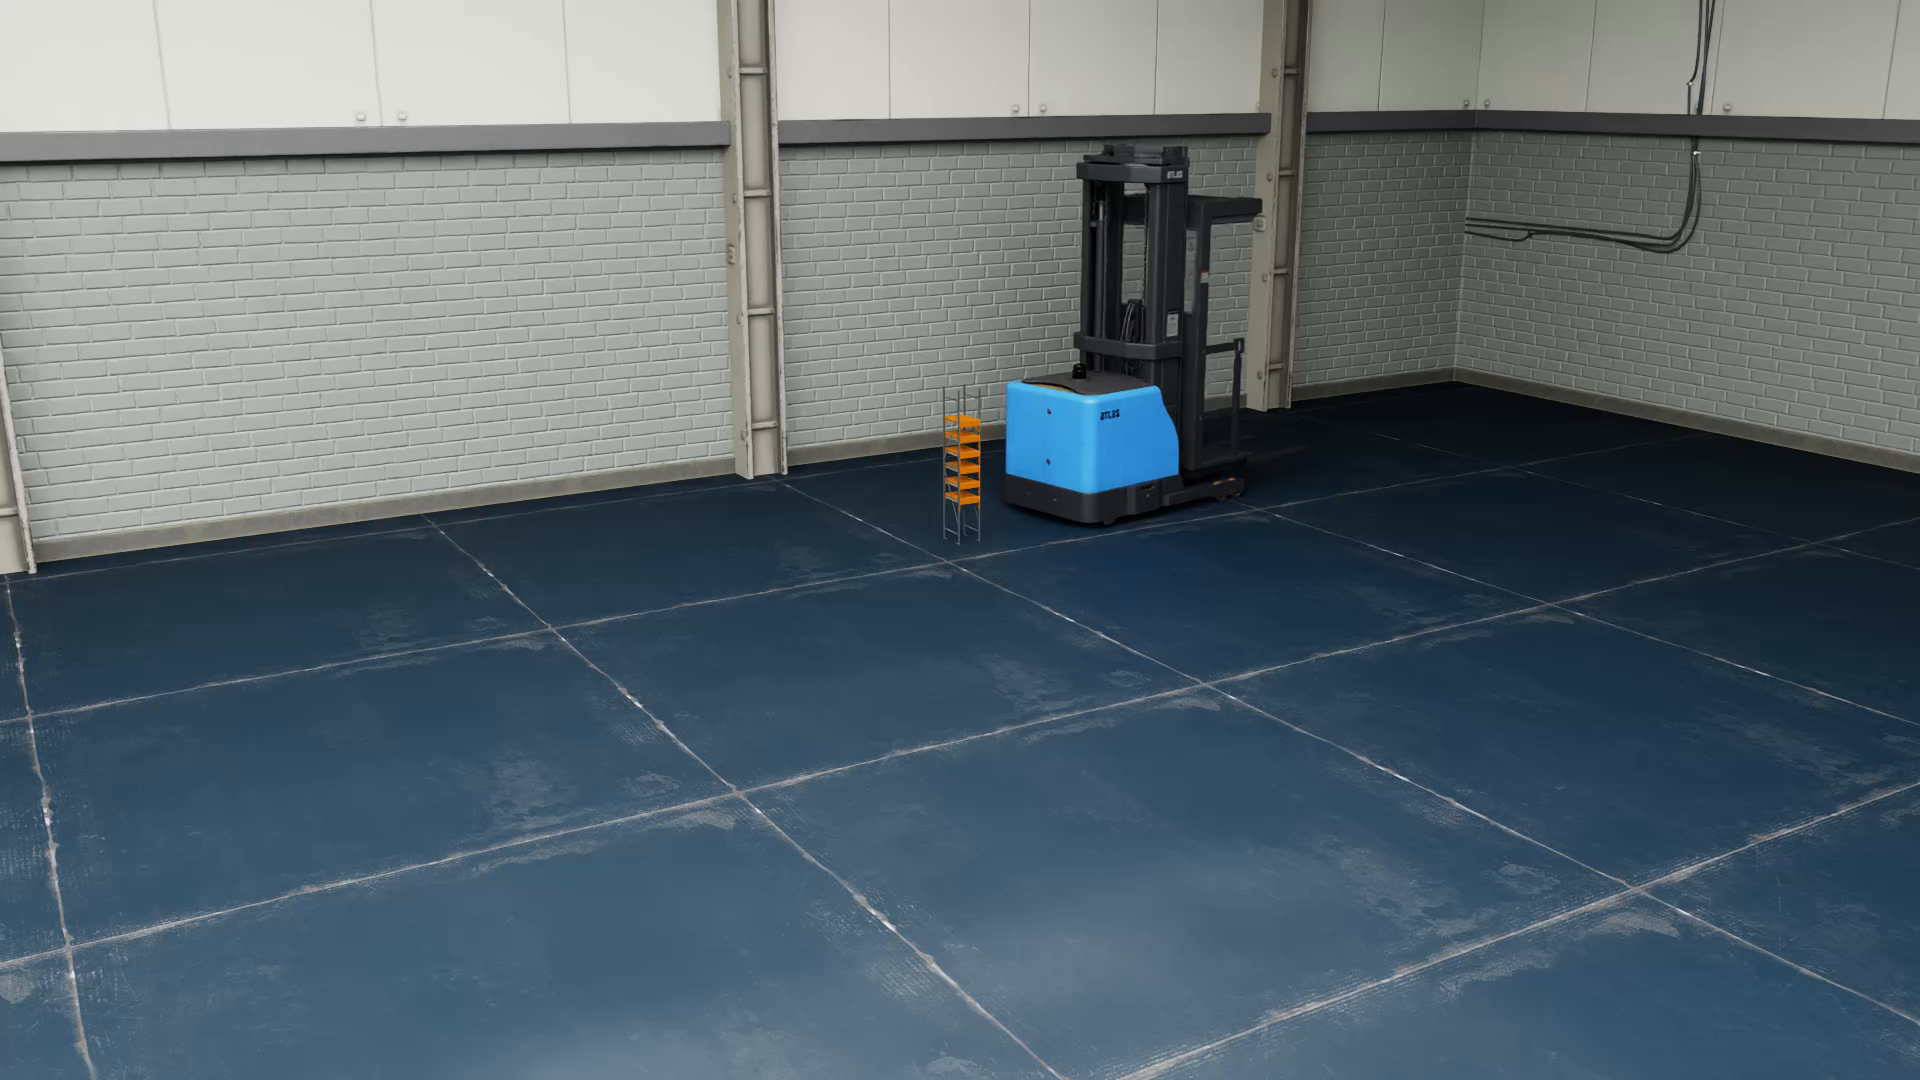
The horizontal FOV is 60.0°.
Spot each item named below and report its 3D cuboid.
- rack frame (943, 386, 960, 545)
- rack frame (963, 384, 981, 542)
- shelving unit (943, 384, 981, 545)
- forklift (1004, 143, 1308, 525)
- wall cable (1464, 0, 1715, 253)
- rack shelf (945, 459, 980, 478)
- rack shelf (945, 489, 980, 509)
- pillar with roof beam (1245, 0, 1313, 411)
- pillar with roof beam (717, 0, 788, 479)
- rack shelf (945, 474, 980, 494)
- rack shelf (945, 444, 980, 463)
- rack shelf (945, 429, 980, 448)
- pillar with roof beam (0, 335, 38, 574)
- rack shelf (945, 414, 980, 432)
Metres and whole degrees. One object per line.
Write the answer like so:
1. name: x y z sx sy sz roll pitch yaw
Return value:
1. rack frame: -0.066 -0.567 12.710 0.006 1.200 0.240 -9 18 -30
2. rack frame: 0.091 -0.592 12.800 0.006 1.200 0.240 -9 18 -30
3. shelving unit: 0.012 -0.580 12.755 0.189 1.200 0.258 -9 18 -30
4. forklift: 1.803 -1.838 14.035 3.031 2.935 1.130 -13 20 -39
5. wall cable: 6.547 -4.382 17.623 0.112 2.526 3.097 -9 18 -30
6. rack shelf: 0.012 -0.537 12.767 0.180 0.103 0.258 -9 18 -30
7. rack shelf: 0.012 -0.306 12.832 0.180 0.103 0.258 -9 18 -30
8. pillar with roof beam: 5.558 -4.777 13.281 0.400 9.000 9.100 -9 18 -30
9. pillar with roof beam: 0.414 -3.943 10.305 0.400 9.000 9.100 -9 18 -30
10. rack shelf: 0.012 -0.421 12.799 0.180 0.103 0.258 -9 18 -30
11. rack shelf: 0.012 -0.653 12.735 0.180 0.103 0.258 -9 18 -30
12. rack shelf: 0.012 -0.768 12.702 0.180 0.103 0.258 -9 18 -30
13. pillar with roof beam: -4.729 -3.109 7.330 0.400 9.000 9.100 -9 18 -30
14. rack shelf: 0.012 -0.884 12.670 0.180 0.103 0.258 -9 18 -30
